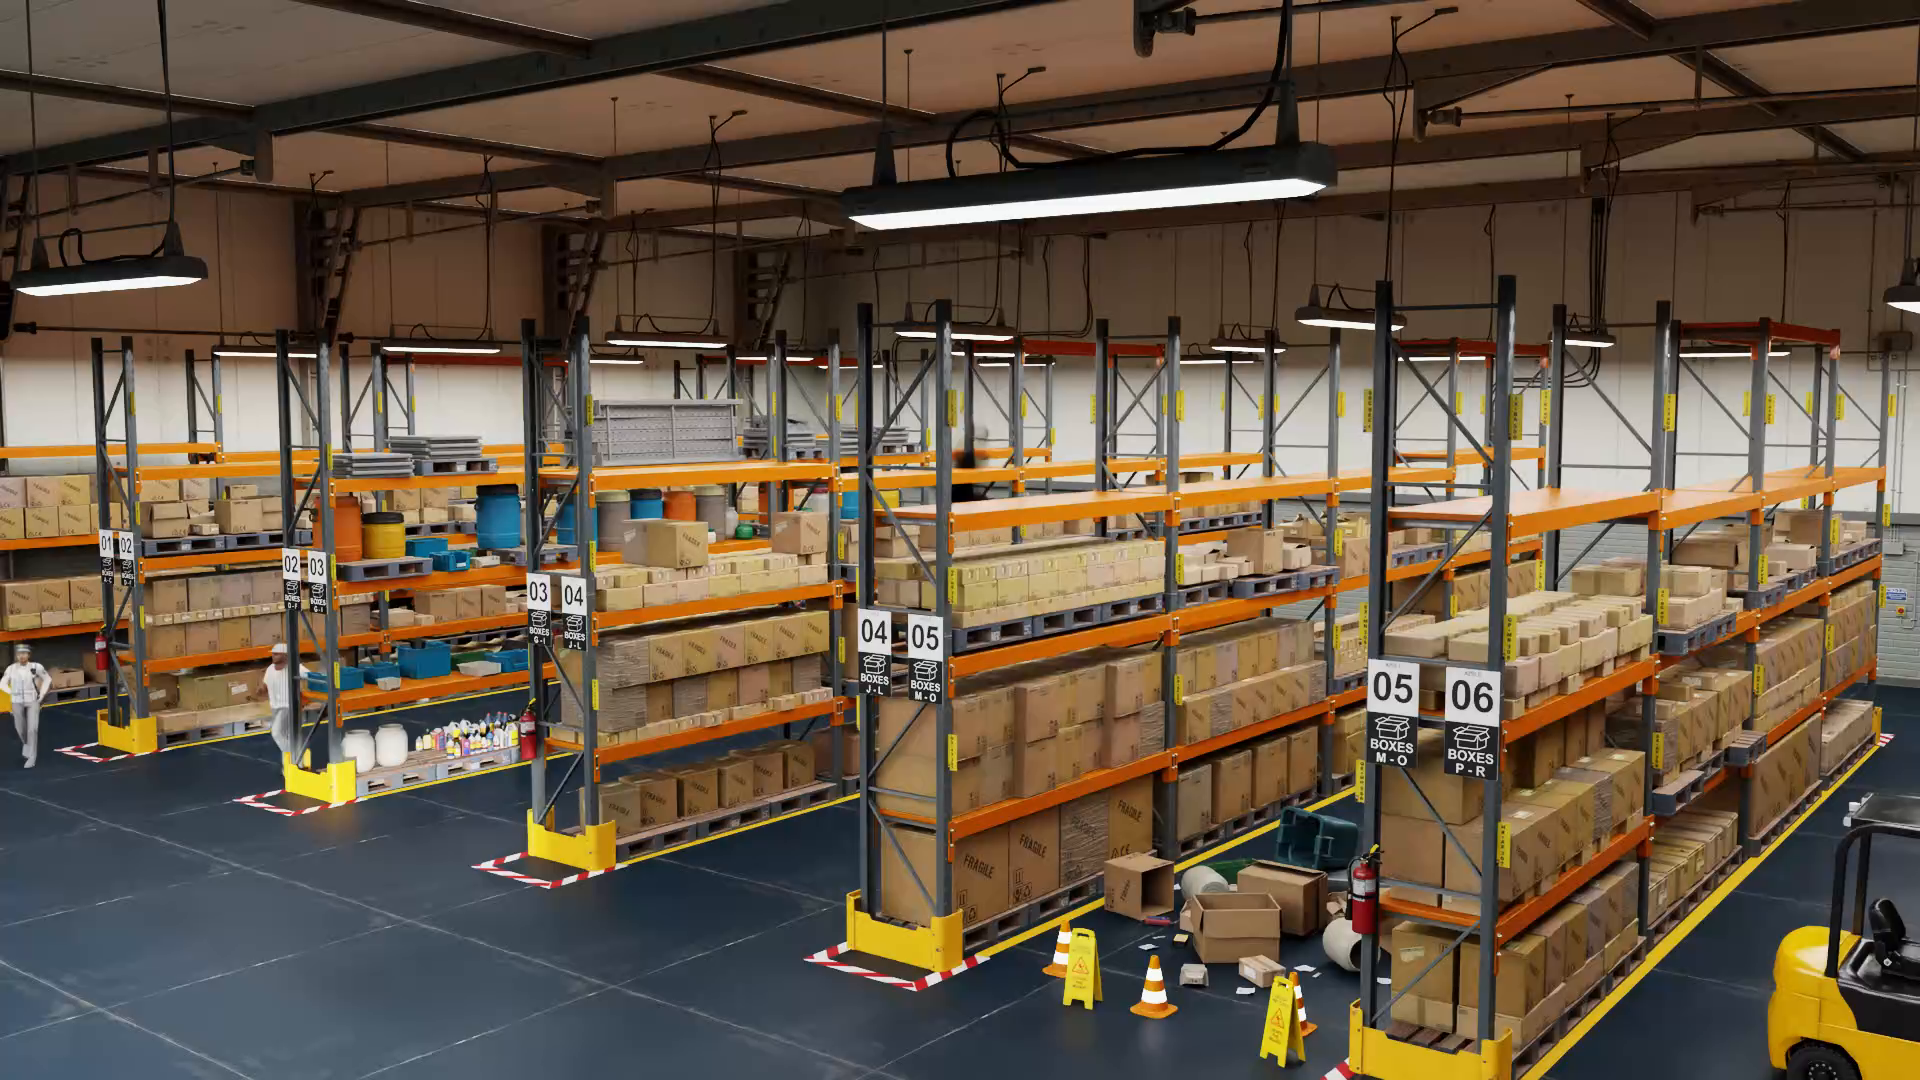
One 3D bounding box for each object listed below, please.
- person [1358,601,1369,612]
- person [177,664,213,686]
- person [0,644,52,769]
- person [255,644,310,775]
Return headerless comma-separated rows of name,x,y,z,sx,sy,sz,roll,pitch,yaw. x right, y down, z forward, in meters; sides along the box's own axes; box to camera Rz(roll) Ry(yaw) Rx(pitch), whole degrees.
person,6.796,1.881,27.774,0.866,1.739,0.655,-5,7,-42
person,-12.383,1.997,27.019,0.570,1.705,0.796,3,6,28
person,-13.092,2.291,23.308,0.639,1.705,0.825,-2,5,-24
person,-9.267,2.318,22.783,0.730,1.816,0.725,3,6,27
